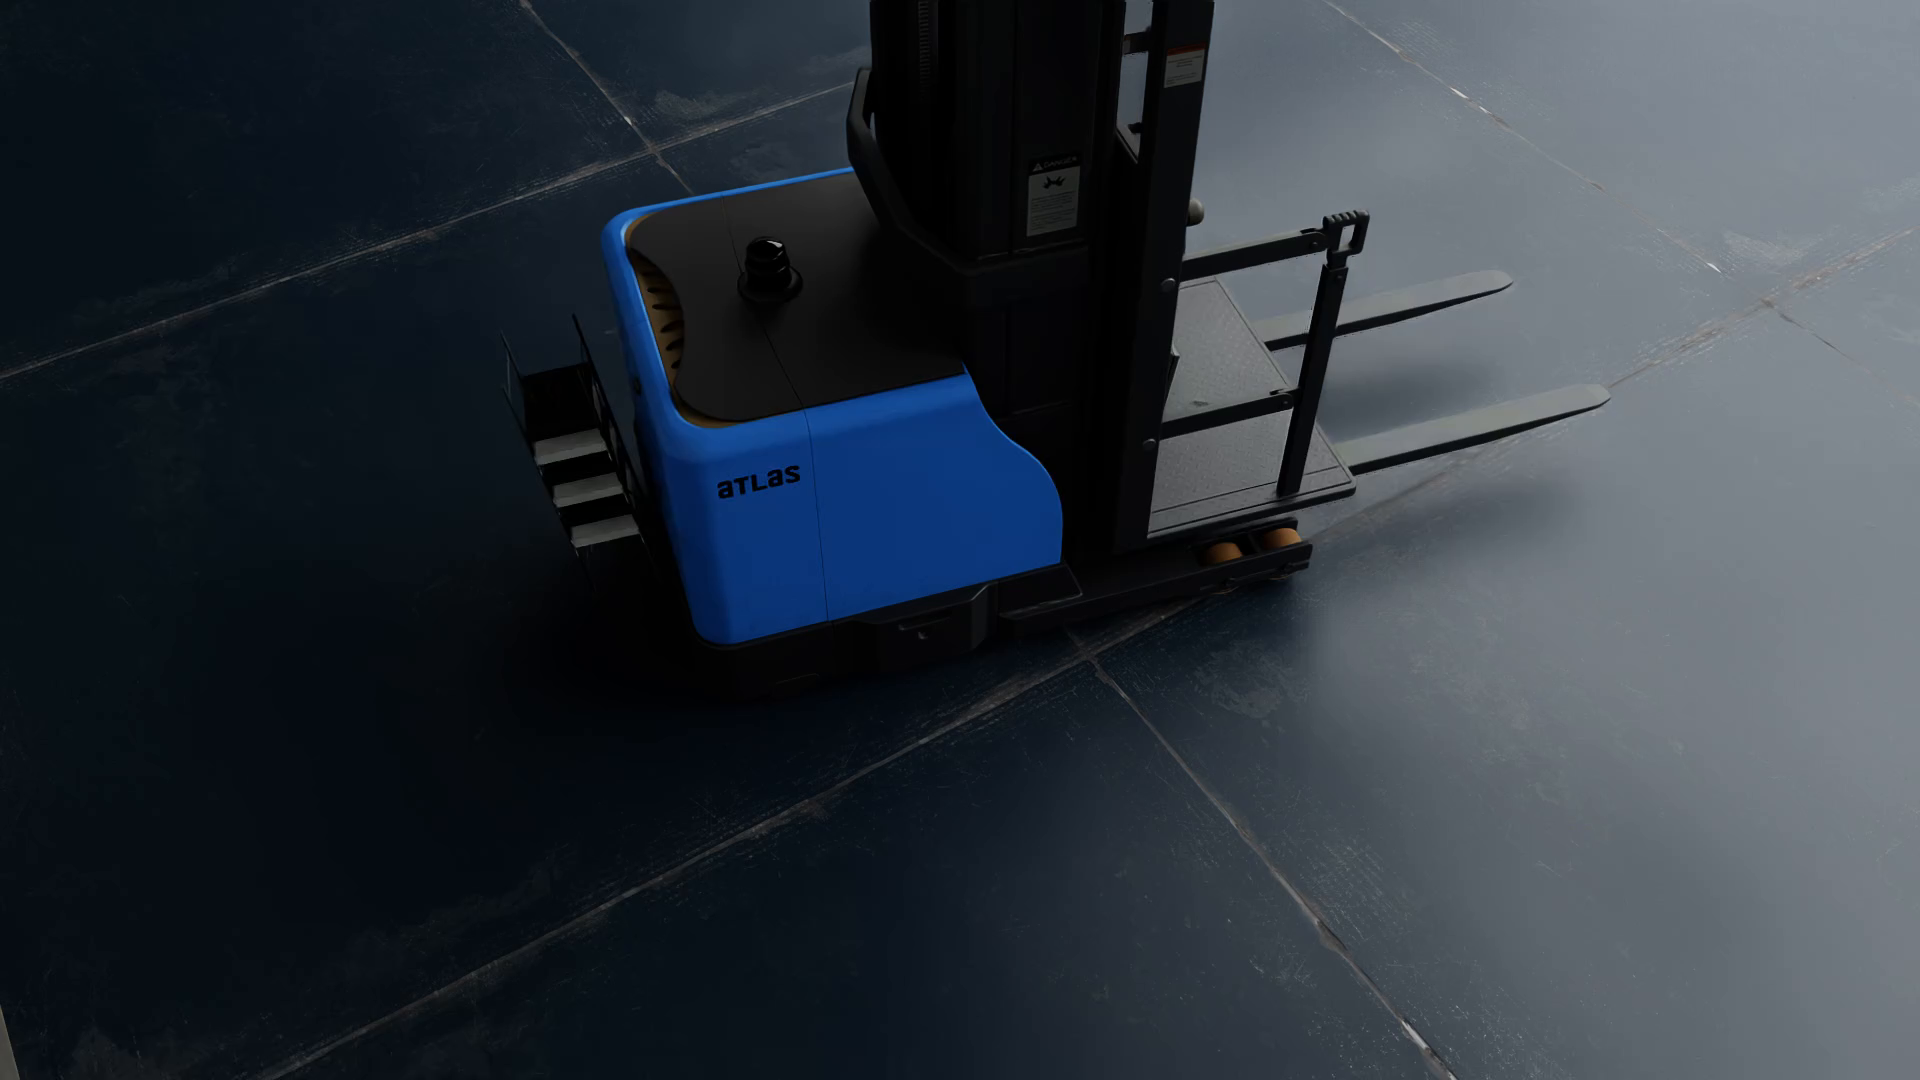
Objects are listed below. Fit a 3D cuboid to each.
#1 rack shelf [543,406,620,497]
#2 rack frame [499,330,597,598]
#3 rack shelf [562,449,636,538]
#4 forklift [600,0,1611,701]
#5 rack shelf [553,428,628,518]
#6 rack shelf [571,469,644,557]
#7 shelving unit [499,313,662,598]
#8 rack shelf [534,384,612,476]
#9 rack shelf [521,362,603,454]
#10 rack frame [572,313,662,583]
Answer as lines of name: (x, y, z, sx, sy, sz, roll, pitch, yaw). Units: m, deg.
rack shelf: (-1.096, -0.259, 4.791, 0.200, 0.077, 0.258, -13, 49, -3)
rack frame: (-1.189, -0.200, 4.828, 0.006, 0.900, 0.240, -13, 49, -3)
rack shelf: (-1.076, -0.143, 4.927, 0.200, 0.077, 0.258, -13, 49, -3)
forklift: (0.560, -1.170, 4.330, 3.031, 2.935, 1.130, -14, 50, -12)
rack shelf: (-1.086, -0.201, 4.859, 0.200, 0.077, 0.258, -13, 49, -3)
rack shelf: (-1.067, -0.085, 4.995, 0.200, 0.077, 0.258, -13, 49, -3)
shelving unit: (-1.090, -0.223, 4.834, 0.210, 0.900, 0.258, -13, 49, -3)
rack shelf: (-1.106, -0.317, 4.723, 0.200, 0.077, 0.258, -13, 49, -3)
rack shelf: (-1.115, -0.375, 4.654, 0.200, 0.077, 0.258, -13, 49, -3)
rack frame: (-0.991, -0.246, 4.839, 0.006, 0.900, 0.240, -13, 49, -3)
